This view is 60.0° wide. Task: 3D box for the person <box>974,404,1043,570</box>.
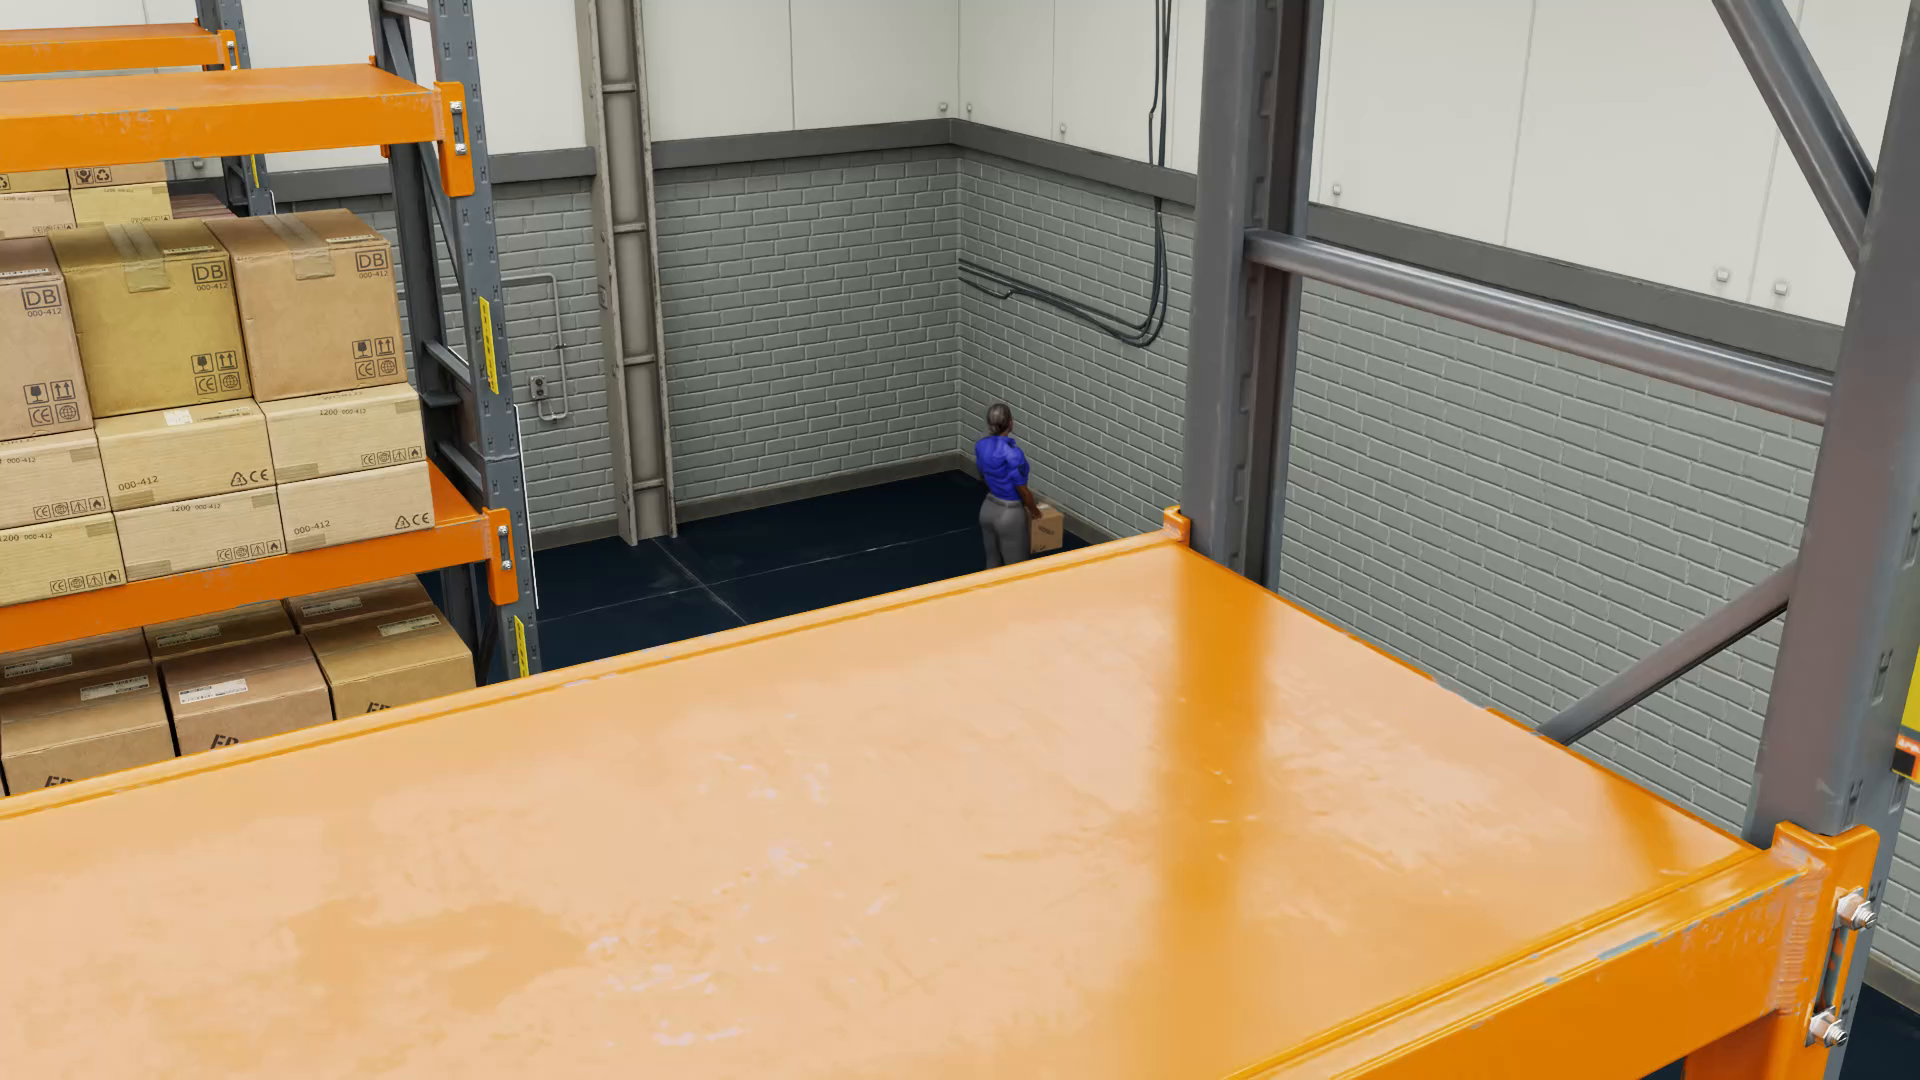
[{"bbox_3d":[0.345,-0.149,11.444,0.396,1.662,0.493,-16,27,-35],"label":"person"}]
